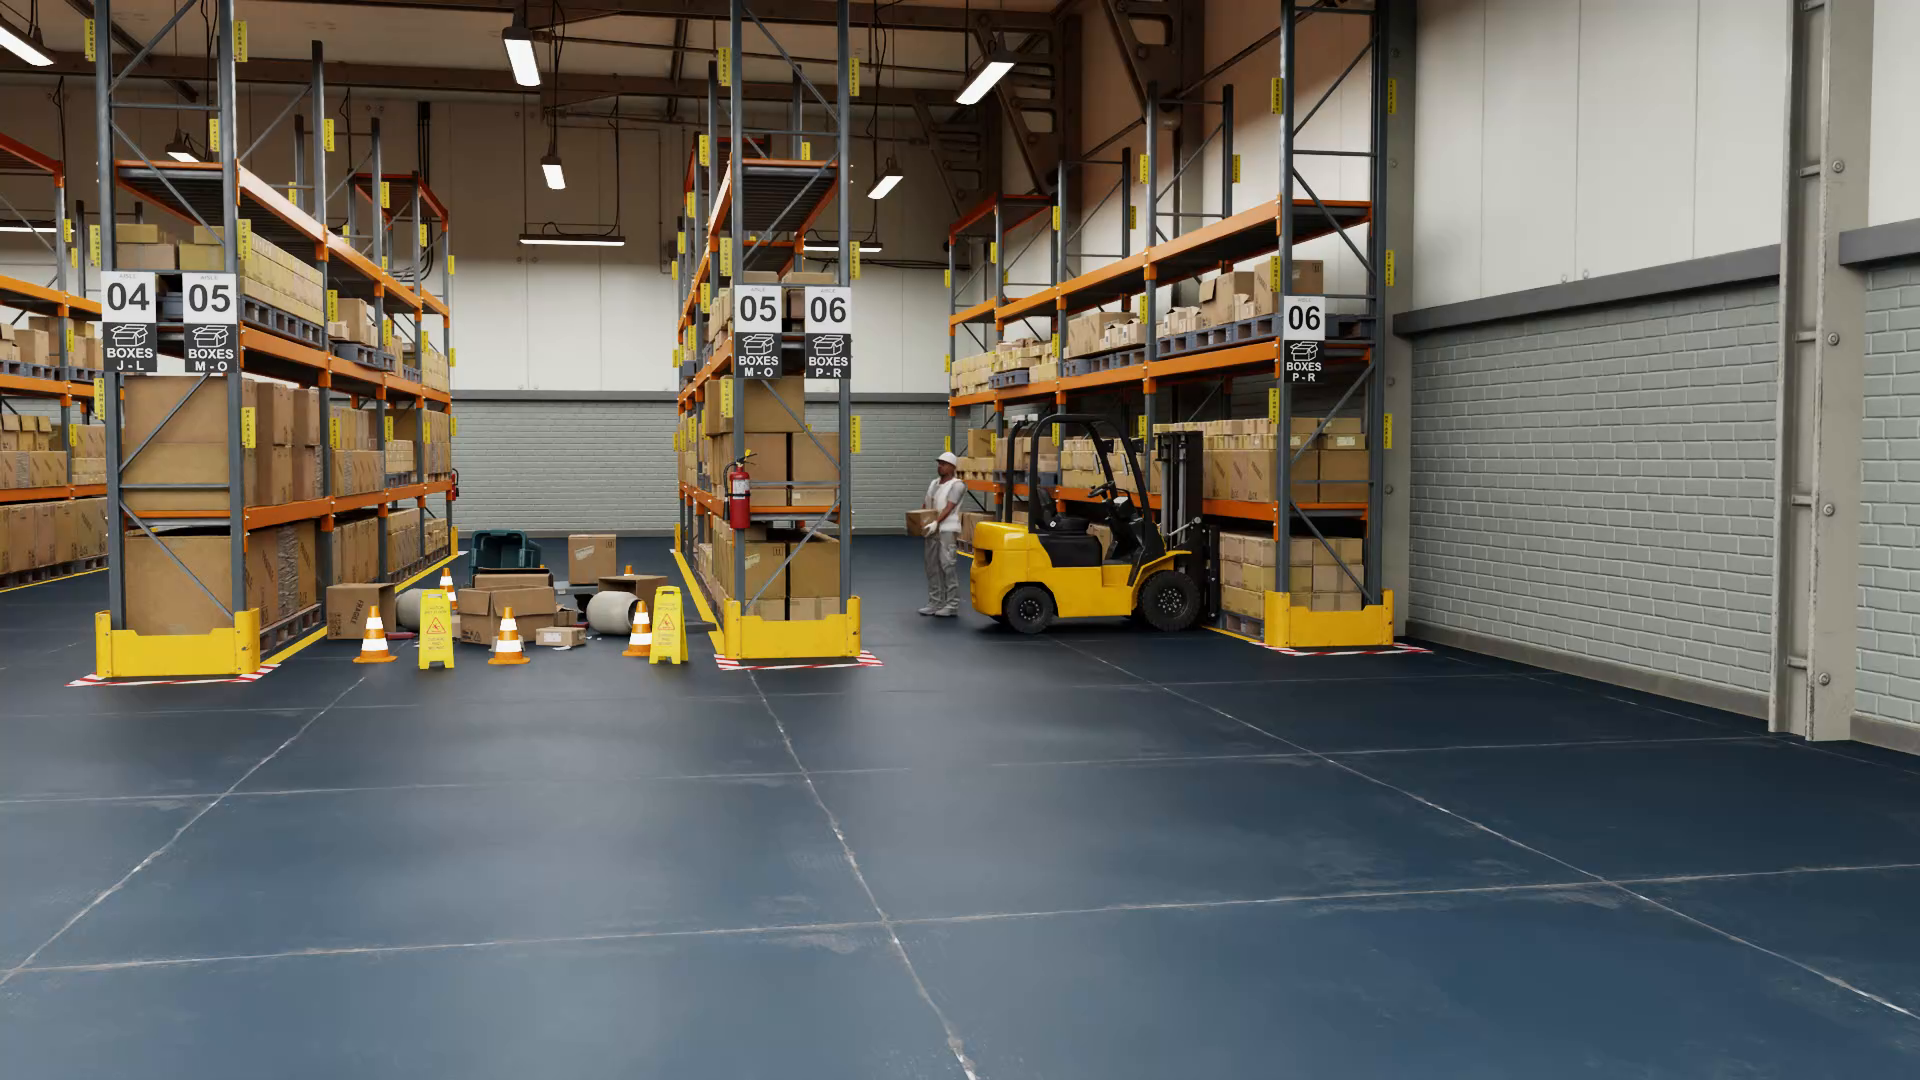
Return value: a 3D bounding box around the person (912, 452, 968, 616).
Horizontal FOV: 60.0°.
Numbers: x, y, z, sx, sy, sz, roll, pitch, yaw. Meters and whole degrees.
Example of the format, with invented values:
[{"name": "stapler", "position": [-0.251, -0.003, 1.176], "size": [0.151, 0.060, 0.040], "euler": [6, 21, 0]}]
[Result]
[{"name": "person", "position": [-0.259, -0.064, 18.092], "size": [0.577, 1.784, 0.497], "euler": [-3, 4, -41]}]
